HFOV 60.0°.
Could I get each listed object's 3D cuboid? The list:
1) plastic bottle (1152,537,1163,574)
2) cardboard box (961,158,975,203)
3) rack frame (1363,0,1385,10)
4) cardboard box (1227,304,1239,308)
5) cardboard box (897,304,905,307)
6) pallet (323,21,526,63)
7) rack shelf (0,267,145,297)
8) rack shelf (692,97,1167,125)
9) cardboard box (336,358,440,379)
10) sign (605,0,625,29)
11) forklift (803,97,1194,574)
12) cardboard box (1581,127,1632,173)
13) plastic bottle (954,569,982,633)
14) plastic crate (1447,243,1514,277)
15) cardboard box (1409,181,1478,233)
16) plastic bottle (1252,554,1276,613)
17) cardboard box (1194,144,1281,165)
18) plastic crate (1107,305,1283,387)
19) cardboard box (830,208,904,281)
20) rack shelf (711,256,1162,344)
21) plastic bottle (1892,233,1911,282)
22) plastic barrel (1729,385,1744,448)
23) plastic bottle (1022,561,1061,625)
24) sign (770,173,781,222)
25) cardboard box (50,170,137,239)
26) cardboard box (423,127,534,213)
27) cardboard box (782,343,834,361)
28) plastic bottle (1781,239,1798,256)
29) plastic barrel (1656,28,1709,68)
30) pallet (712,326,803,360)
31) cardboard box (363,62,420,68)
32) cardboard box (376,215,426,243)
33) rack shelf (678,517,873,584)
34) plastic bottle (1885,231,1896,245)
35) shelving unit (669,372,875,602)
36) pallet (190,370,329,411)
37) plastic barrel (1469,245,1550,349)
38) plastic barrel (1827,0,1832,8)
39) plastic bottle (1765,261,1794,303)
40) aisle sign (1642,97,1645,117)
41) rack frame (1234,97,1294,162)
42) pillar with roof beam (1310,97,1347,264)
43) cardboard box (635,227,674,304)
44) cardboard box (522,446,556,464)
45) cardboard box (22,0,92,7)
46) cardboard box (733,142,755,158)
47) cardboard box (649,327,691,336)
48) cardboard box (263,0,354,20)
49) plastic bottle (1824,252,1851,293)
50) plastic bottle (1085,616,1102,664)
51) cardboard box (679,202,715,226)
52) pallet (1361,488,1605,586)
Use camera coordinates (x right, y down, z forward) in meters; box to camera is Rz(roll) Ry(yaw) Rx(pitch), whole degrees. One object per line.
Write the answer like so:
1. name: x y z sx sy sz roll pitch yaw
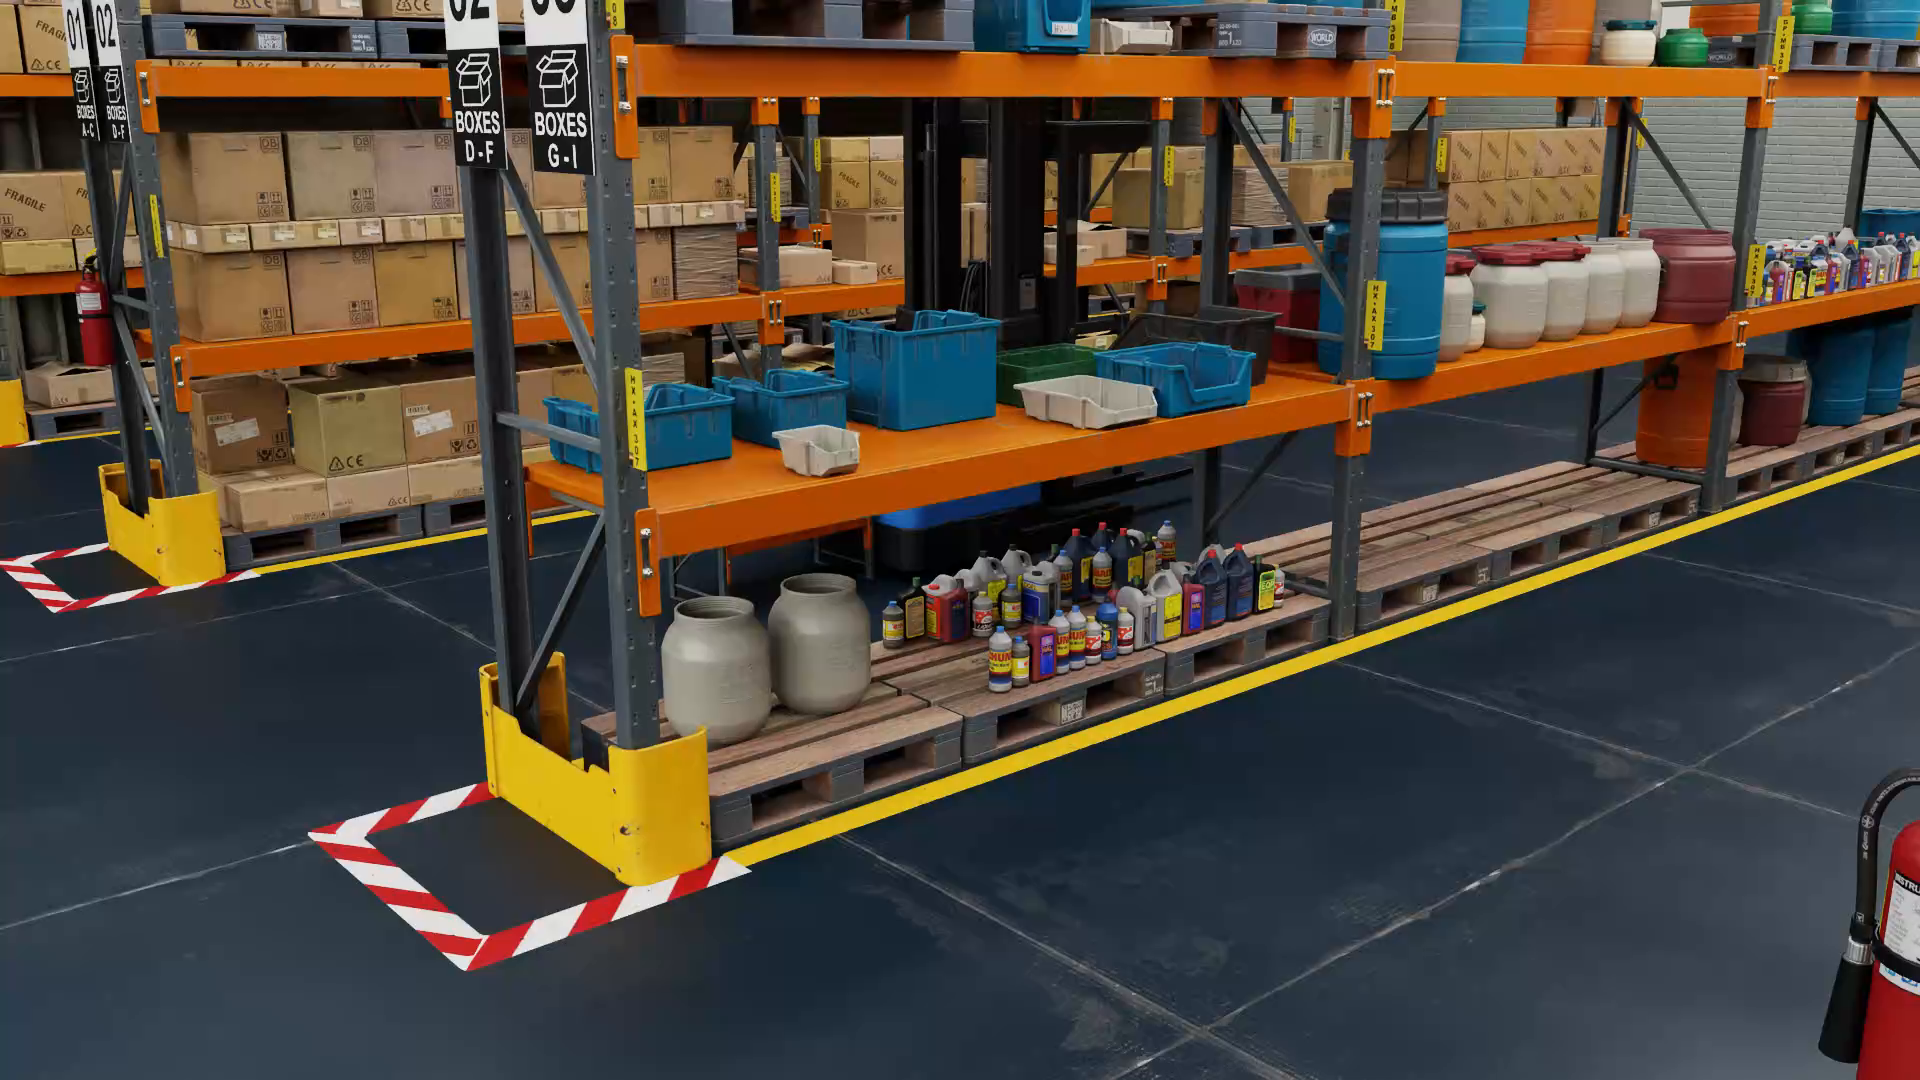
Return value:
1. plastic bottle: 1.011 0.084 8.691 0.097 0.201 0.097 0 15 0
2. cardboard box: -0.172 -4.142 19.134 0.500 0.500 0.500 -12 19 -38
3. rack frame: 1.615 -3.939 7.560 0.127 3.000 1.000 -13 19 -39
4. cardboard box: 2.326 -1.980 15.841 0.500 0.500 0.500 -14 20 -41
5. cardboard box: -0.565 -3.058 19.236 0.750 0.750 0.750 -13 20 -40
6. pallet: -3.180 -3.057 10.241 1.213 0.211 1.003 -13 19 -39
7. rack shelf: -6.397 -2.283 14.379 4.000 0.370 1.077 -13 19 -39
8. rack shelf: -0.125 -3.446 12.921 4.000 0.370 1.077 -13 19 -39
9. cardboard box: -3.697 -0.886 10.815 0.500 0.500 0.500 -13 19 -39
10. sign: -1.044 -1.709 5.005 0.005 0.325 0.100 -13 19 -39
11. forklift: 0.453 -1.529 10.295 3.031 2.935 1.130 -14 20 -42
12. cardboard box: 7.264 -4.441 18.932 0.500 0.500 0.500 -13 20 -40
13. plastic bottle: 0.008 0.283 7.804 0.135 0.276 0.152 -13 20 -41
14. plastic crate: 3.213 -1.535 10.061 0.583 0.464 0.402 -13 19 -39
15. cardboard box: 4.965 -3.443 17.132 0.500 0.500 0.500 -12 19 -38
16. plastic bottle: 1.469 0.205 8.082 0.133 0.283 0.061 -11 19 -37
17. cardboard box: 3.786 -5.059 22.795 0.700 0.700 0.980 -12 19 -37
18. plastic crate: 1.137 -0.947 8.103 0.504 0.338 0.767 -13 19 -39
19. cardboard box: -0.646 -2.270 12.743 0.500 0.500 0.500 -11 18 -35
20. rack shelf: -0.125 -1.997 13.308 4.000 0.370 1.077 -13 19 -39
21. plastic bottle: 7.032 -2.121 12.475 0.185 0.351 0.144 -13 19 -39
22. plastic barrel: 5.358 -0.919 11.884 0.421 0.512 0.421 0 15 0
23. plastic bottle: 0.387 0.247 7.938 0.135 0.276 0.152 -13 19 -39
24. sign: -1.268 -2.354 11.421 0.005 0.325 0.100 -13 19 -39
25. cardboard box: -6.969 -2.696 13.328 0.500 0.500 0.500 -13 19 -39
26. cardboard box: -3.100 -2.349 10.525 0.500 0.500 0.700 -13 19 -39
27. cardboard box: -1.128 -1.365 12.975 0.500 0.311 0.500 -12 19 -38
28. plastic bottle: 6.353 -2.175 12.821 0.135 0.276 0.152 -13 19 -39
29. plastic barrel: 4.480 -3.041 10.310 0.294 0.245 0.294 0 15 0
30. pallet: -2.461 -2.168 17.957 1.213 0.211 1.003 -13 19 -39
31. cardboard box: -5.109 -4.343 14.650 0.500 0.500 0.500 -12 19 -38
32. cardboard box: -3.436 -1.890 10.061 0.250 0.149 0.380 -14 20 -41
33. rack shelf: -1.032 -0.042 9.174 1.000 0.278 0.538 -14 20 -42
34. plastic bottle: 7.077 -2.181 12.698 0.185 0.351 0.144 -13 19 -39
35. shelving unit: -1.032 -0.278 9.111 1.048 1.125 0.538 -14 20 -42
36. pallet: -6.292 -1.294 14.685 1.213 0.211 1.003 -13 19 -39
37. plastic barrel: 3.034 -1.350 9.229 0.433 0.535 0.433 0 15 0
38. plastic barrel: 5.871 -3.766 11.646 0.433 0.535 0.433 0 15 0
39. plastic bottle: 5.521 -1.747 11.219 0.135 0.276 0.152 -13 19 -39
40. aisle sign: 7.672 -5.246 19.041 0.004 0.787 0.394 -13 19 -39
41. rack frame: 4.165 -5.002 23.165 0.127 3.000 1.000 -13 19 -39
42. pillar with roof beam: 8.460 -7.688 21.596 0.400 9.000 9.100 -13 19 -39
43. cardboard box: -2.358 -1.887 11.308 0.500 0.500 0.700 -13 20 -40
44. cardboard box: -2.968 -0.504 10.838 0.500 0.250 0.500 -13 19 -39
45. cardboard box: -7.044 -4.375 12.835 0.500 0.500 0.500 -13 20 -40
46. cardboard box: -2.344 -4.100 17.482 0.380 0.149 0.250 12 19 38
47. cardboard box: -3.201 -2.366 17.285 0.500 0.500 0.700 -13 20 -40
48. cardboard box: -3.955 -3.222 9.892 0.500 0.250 0.500 -13 19 -39
49. plastic bottle: 6.218 -1.904 11.805 0.135 0.276 0.152 -13 19 -39
50. plastic bottle: 0.579 0.438 7.368 0.097 0.201 0.097 0 15 0
51. cardboard box: -1.886 -2.238 11.366 0.250 0.149 0.380 -13 20 -41
52. pallet: 3.103 -0.042 9.998 1.213 0.211 1.003 -13 19 -39
